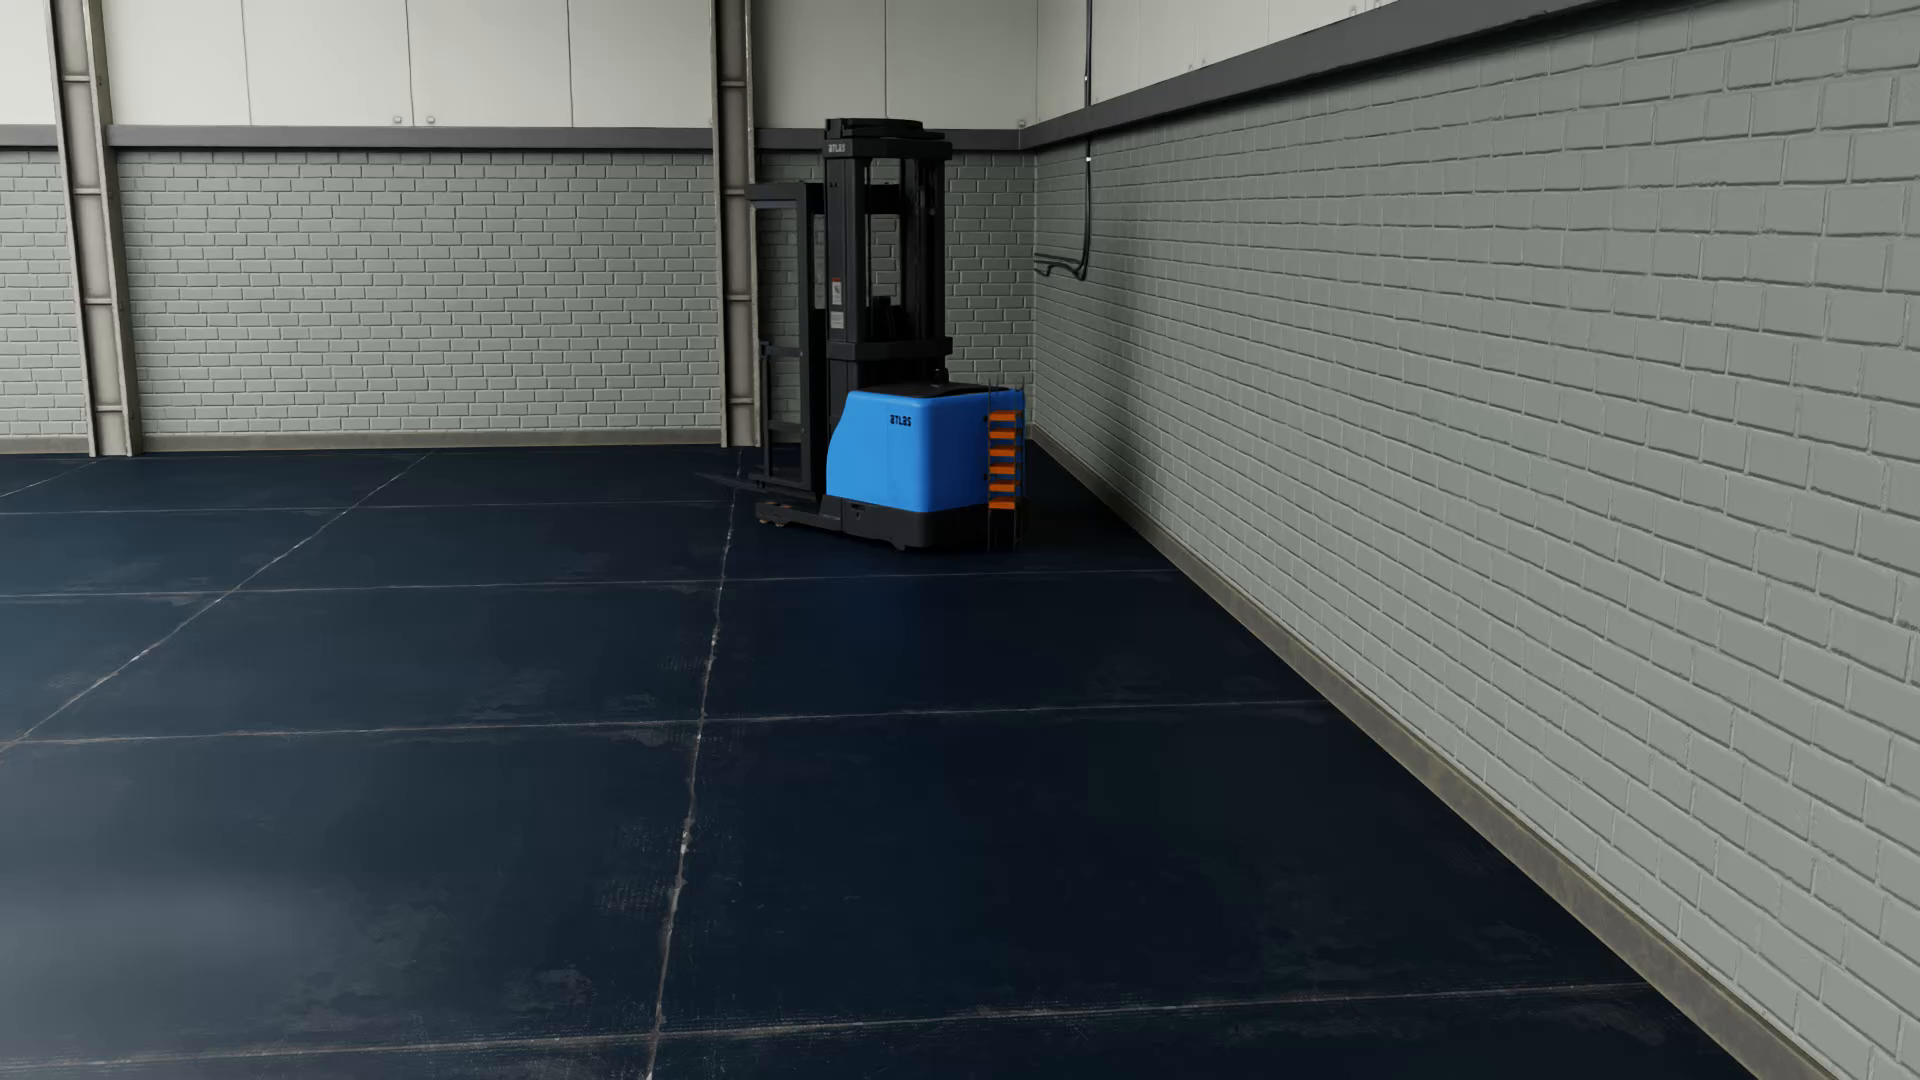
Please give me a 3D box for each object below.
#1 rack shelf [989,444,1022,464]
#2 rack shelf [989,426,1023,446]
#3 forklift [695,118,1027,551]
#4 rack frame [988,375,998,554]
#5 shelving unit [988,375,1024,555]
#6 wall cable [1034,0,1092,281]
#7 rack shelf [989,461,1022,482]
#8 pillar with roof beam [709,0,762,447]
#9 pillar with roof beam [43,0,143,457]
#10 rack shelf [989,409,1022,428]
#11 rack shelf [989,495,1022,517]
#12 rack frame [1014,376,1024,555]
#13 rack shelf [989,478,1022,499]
[{"bbox_3d":[0.314,-0.588,11.356,0.180,0.103,0.258,3,12,14],"label":"rack shelf"},{"bbox_3d":[0.314,-0.706,11.333,0.180,0.103,0.258,3,12,14],"label":"rack shelf"},{"bbox_3d":[-0.886,-1.590,12.357,1.130,2.935,3.031,-10,15,-41],"label":"forklift"},{"bbox_3d":[0.226,-0.518,11.393,0.006,1.200,0.240,3,12,14],"label":"rack frame"},{"bbox_3d":[0.314,-0.514,11.371,0.189,1.200,0.258,3,12,14],"label":"shelving unit"},{"bbox_3d":[0.875,-3.657,15.192,0.112,2.526,3.097,-1,11,-6],"label":"wall cable"},{"bbox_3d":[0.314,-0.470,11.379,0.180,0.103,0.258,3,12,14],"label":"rack shelf"},{"bbox_3d":[-1.731,-4.547,11.671,0.400,9.000,9.100,-1,11,-6],"label":"pillar with roof beam"},{"bbox_3d":[-7.696,-4.422,11.035,0.400,9.000,9.100,-1,11,-6],"label":"pillar with roof beam"},{"bbox_3d":[0.314,-0.823,11.310,0.180,0.103,0.258,3,12,14],"label":"rack shelf"},{"bbox_3d":[0.314,-0.235,11.426,0.180,0.103,0.258,3,12,14],"label":"rack shelf"},{"bbox_3d":[0.403,-0.509,11.348,0.006,1.200,0.240,3,12,14],"label":"rack frame"},{"bbox_3d":[0.314,-0.353,11.403,0.180,0.103,0.258,3,12,14],"label":"rack shelf"}]
